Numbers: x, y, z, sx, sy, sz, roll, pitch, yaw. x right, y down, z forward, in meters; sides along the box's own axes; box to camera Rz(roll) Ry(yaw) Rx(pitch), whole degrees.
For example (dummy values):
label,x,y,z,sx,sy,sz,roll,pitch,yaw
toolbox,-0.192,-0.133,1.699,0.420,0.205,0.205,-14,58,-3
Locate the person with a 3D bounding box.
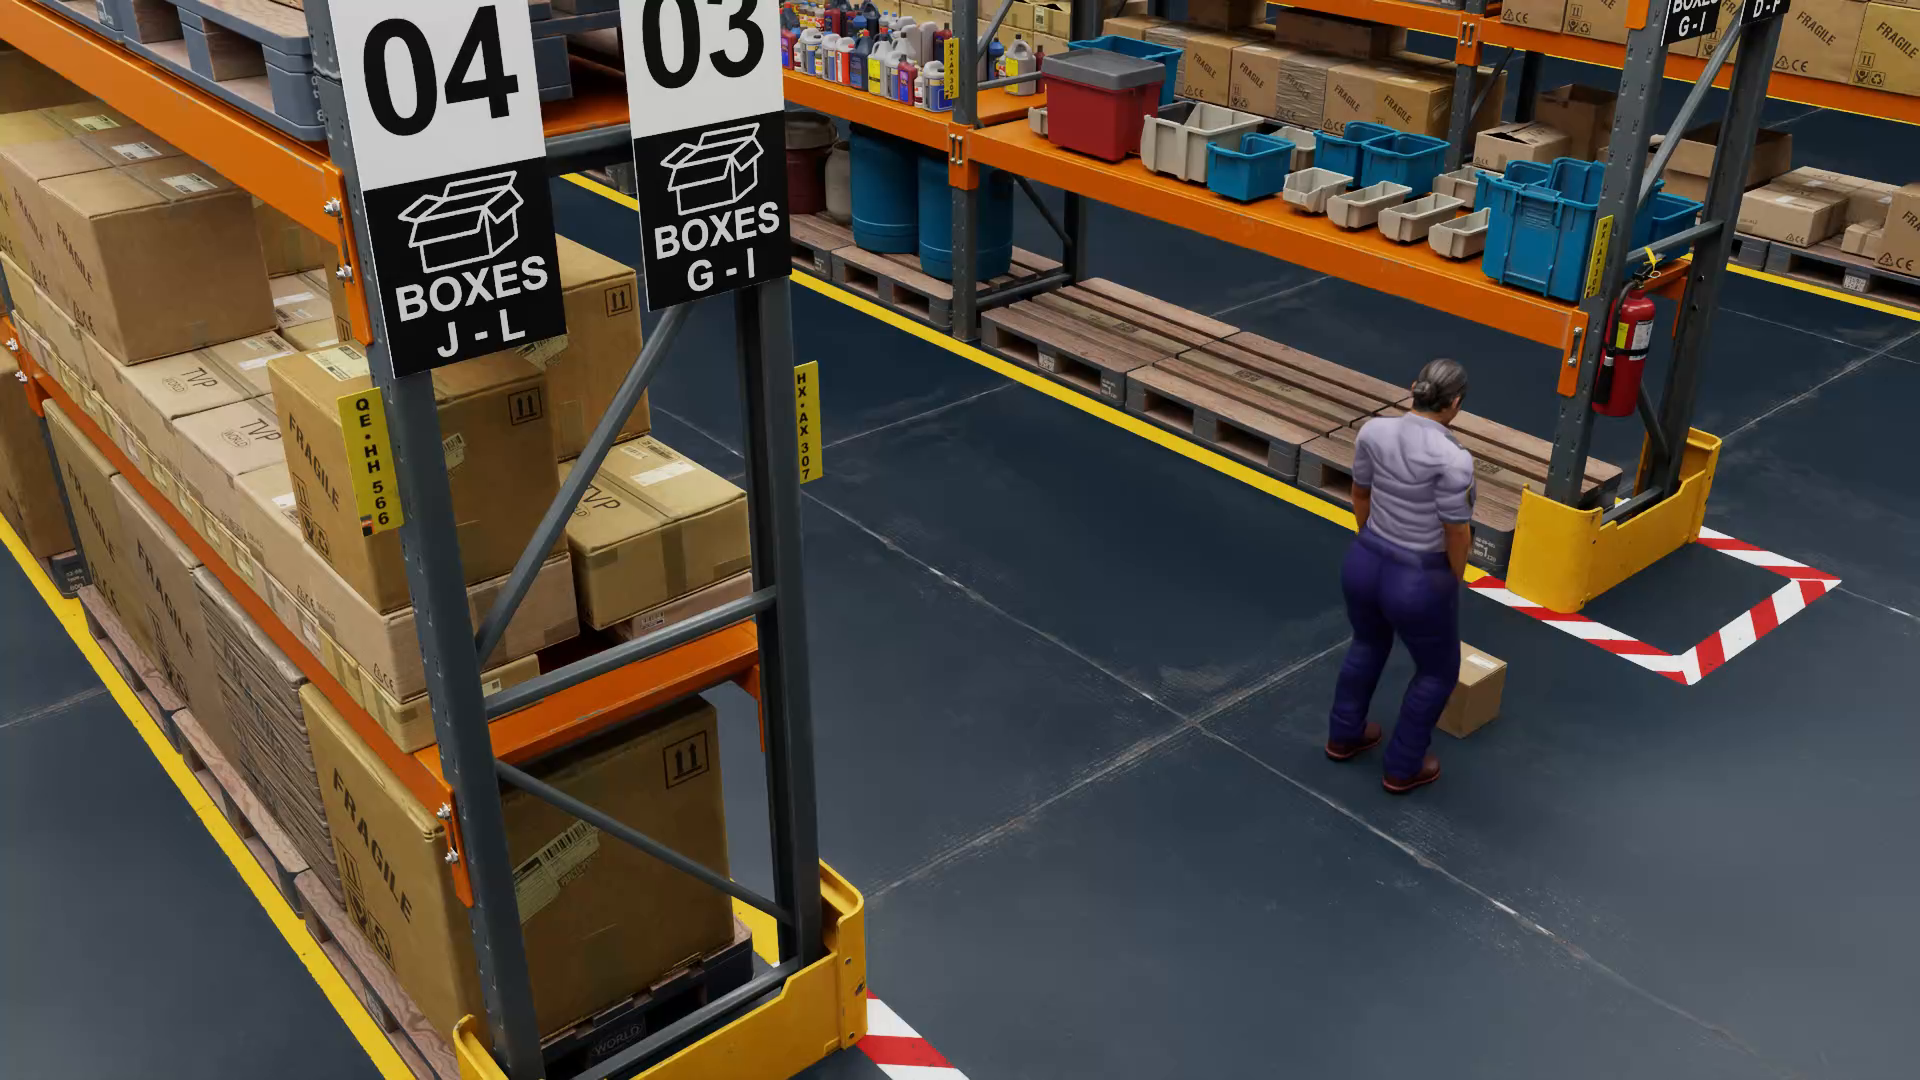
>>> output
label,x,y,z,sx,sy,sz,roll,pitch,yaw
person,1.571,0.132,5.942,0.384,1.615,0.487,-21,35,-34
